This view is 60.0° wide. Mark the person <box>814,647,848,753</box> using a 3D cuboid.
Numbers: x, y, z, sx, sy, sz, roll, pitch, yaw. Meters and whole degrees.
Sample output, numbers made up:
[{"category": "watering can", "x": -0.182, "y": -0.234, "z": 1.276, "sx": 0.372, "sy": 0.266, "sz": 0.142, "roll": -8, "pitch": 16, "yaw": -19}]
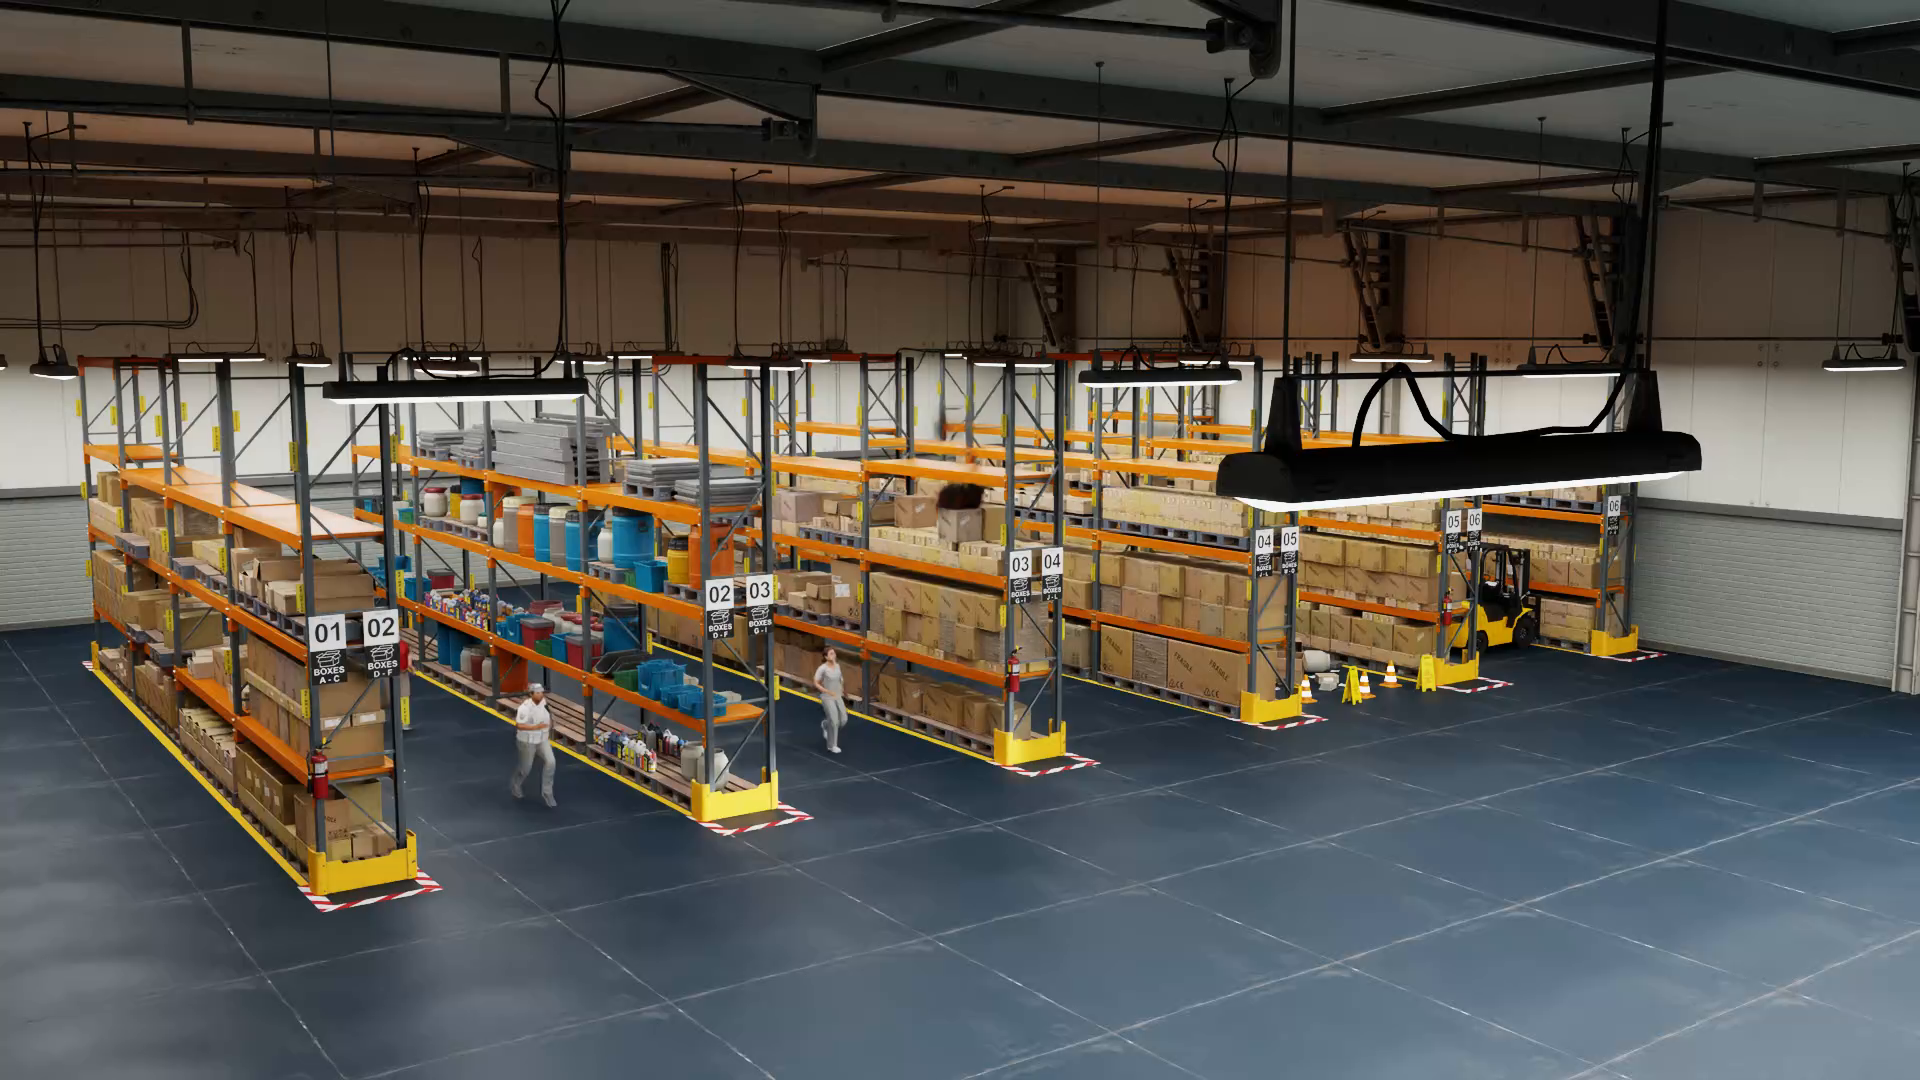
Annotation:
[{"category": "person", "x": -2.002, "y": 2.439, "z": 25.569, "sx": 0.572, "sy": 1.630, "sz": 0.565, "roll": 7, "pitch": 10, "yaw": 44}]

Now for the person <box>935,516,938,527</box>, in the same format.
[{"category": "person", "x": -0.669, "y": 0.079, "z": 44.394, "sx": 0.863, "sy": 1.771, "sz": 0.657, "roll": -6, "pitch": 9, "yaw": -42}]

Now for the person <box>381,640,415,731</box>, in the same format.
[{"category": "person", "x": -9.173, "y": 2.226, "z": 26.989, "sx": 0.674, "sy": 1.682, "sz": 0.782, "roll": -6, "pitch": 9, "yaw": -42}]

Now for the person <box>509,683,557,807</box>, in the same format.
[{"category": "person", "x": -5.855, "y": 2.776, "z": 22.701, "sx": 0.868, "sy": 1.712, "sz": 0.626, "roll": 5, "pitch": 8, "yaw": 35}]
